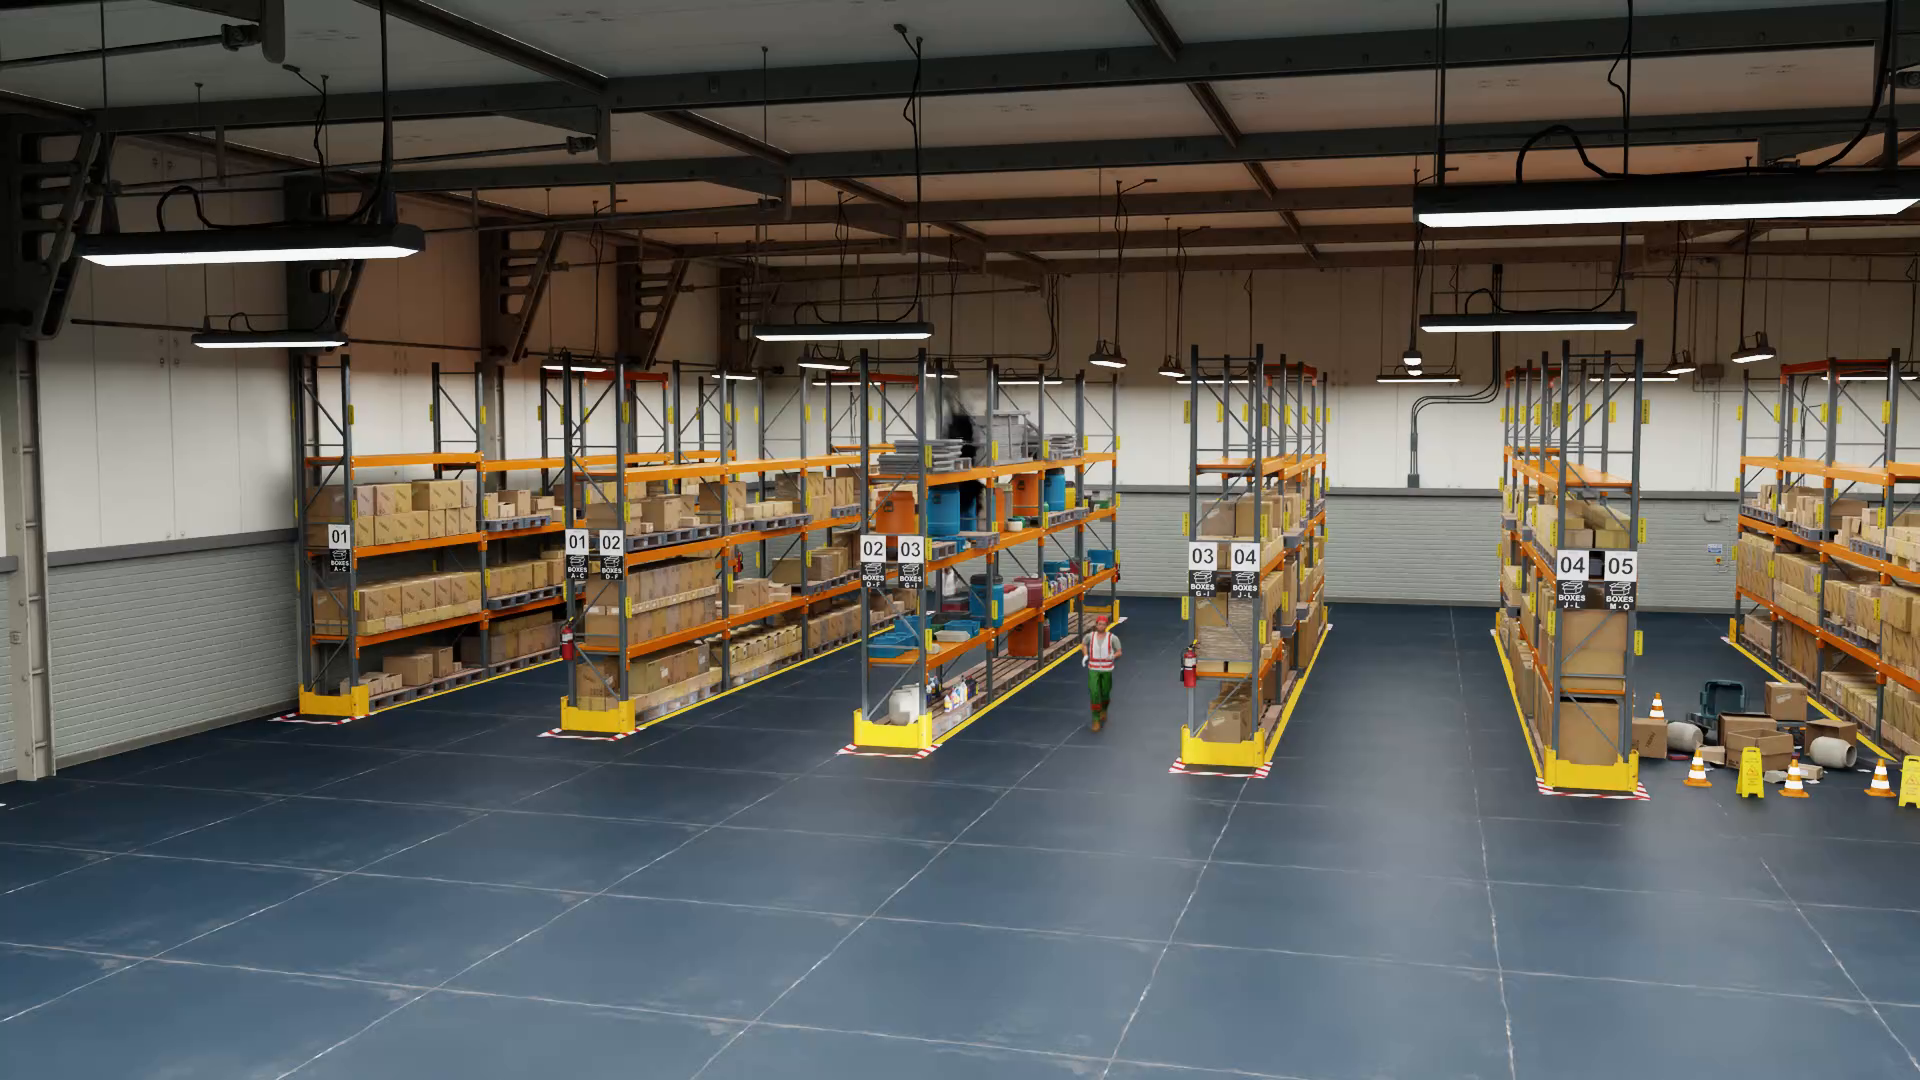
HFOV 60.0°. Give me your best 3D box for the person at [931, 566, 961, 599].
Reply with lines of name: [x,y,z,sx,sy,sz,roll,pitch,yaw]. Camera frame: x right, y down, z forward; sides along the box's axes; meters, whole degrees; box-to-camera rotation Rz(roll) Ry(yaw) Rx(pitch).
person: [-0.319,1.273,38.288,0.660,1.769,1.061,1,4,8]

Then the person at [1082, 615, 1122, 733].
person: [2.260,2.099,26.590,0.650,1.803,0.983,0,4,6]
